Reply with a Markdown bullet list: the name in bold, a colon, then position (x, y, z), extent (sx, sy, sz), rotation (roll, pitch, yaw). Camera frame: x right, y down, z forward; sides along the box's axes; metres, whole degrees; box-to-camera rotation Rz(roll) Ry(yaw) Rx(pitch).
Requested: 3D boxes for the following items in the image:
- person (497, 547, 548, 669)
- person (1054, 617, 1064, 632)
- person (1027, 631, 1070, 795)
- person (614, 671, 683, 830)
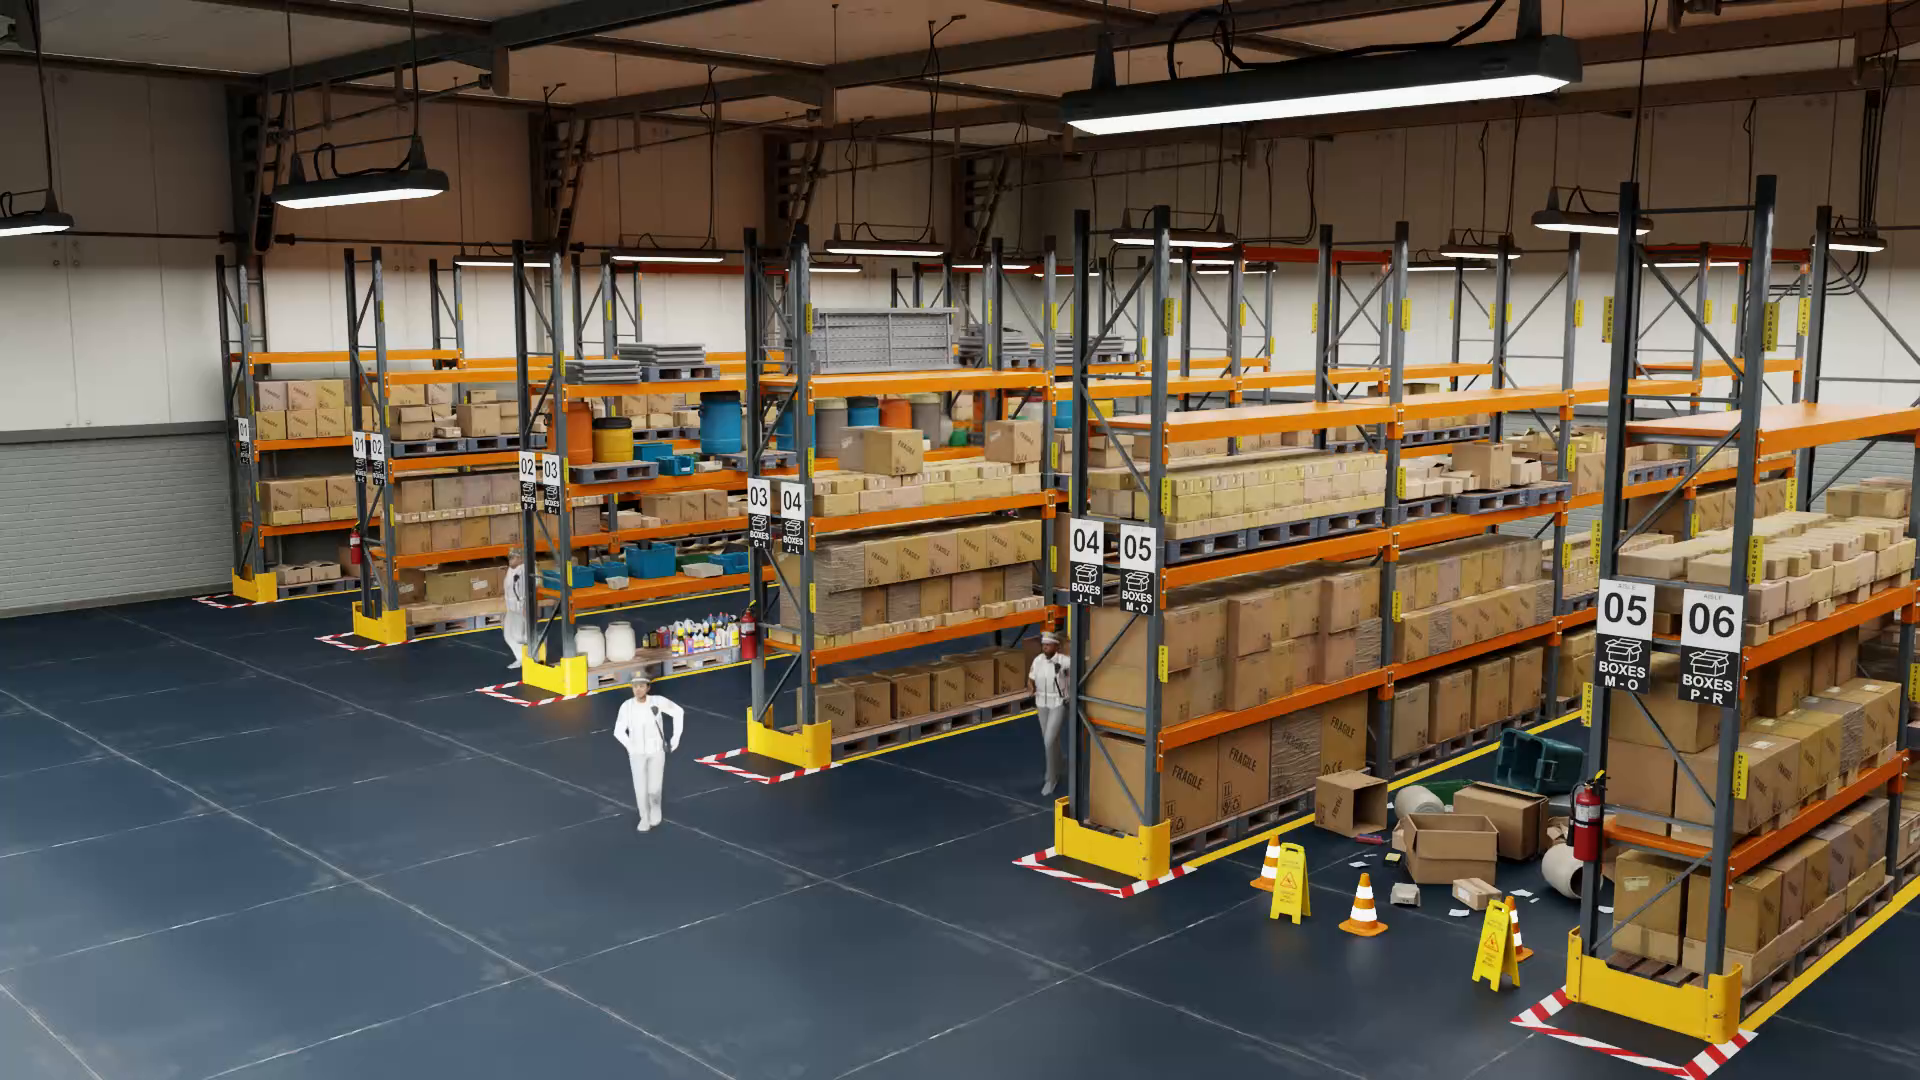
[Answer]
- **person**: position (-6.272, 0.952, 23.817), extent (0.675, 1.743, 0.600), rotation (7, 11, 42)
- **person**: position (1.350, 0.599, 24.091), extent (0.665, 1.759, 0.546), rotation (5, 10, 33)
- **person**: position (1.008, 1.828, 17.839), extent (0.590, 1.768, 0.757), rotation (6, 10, 34)
- **person**: position (-3.025, 2.065, 16.143), extent (0.634, 1.651, 0.728), rotation (0, 8, -1)
